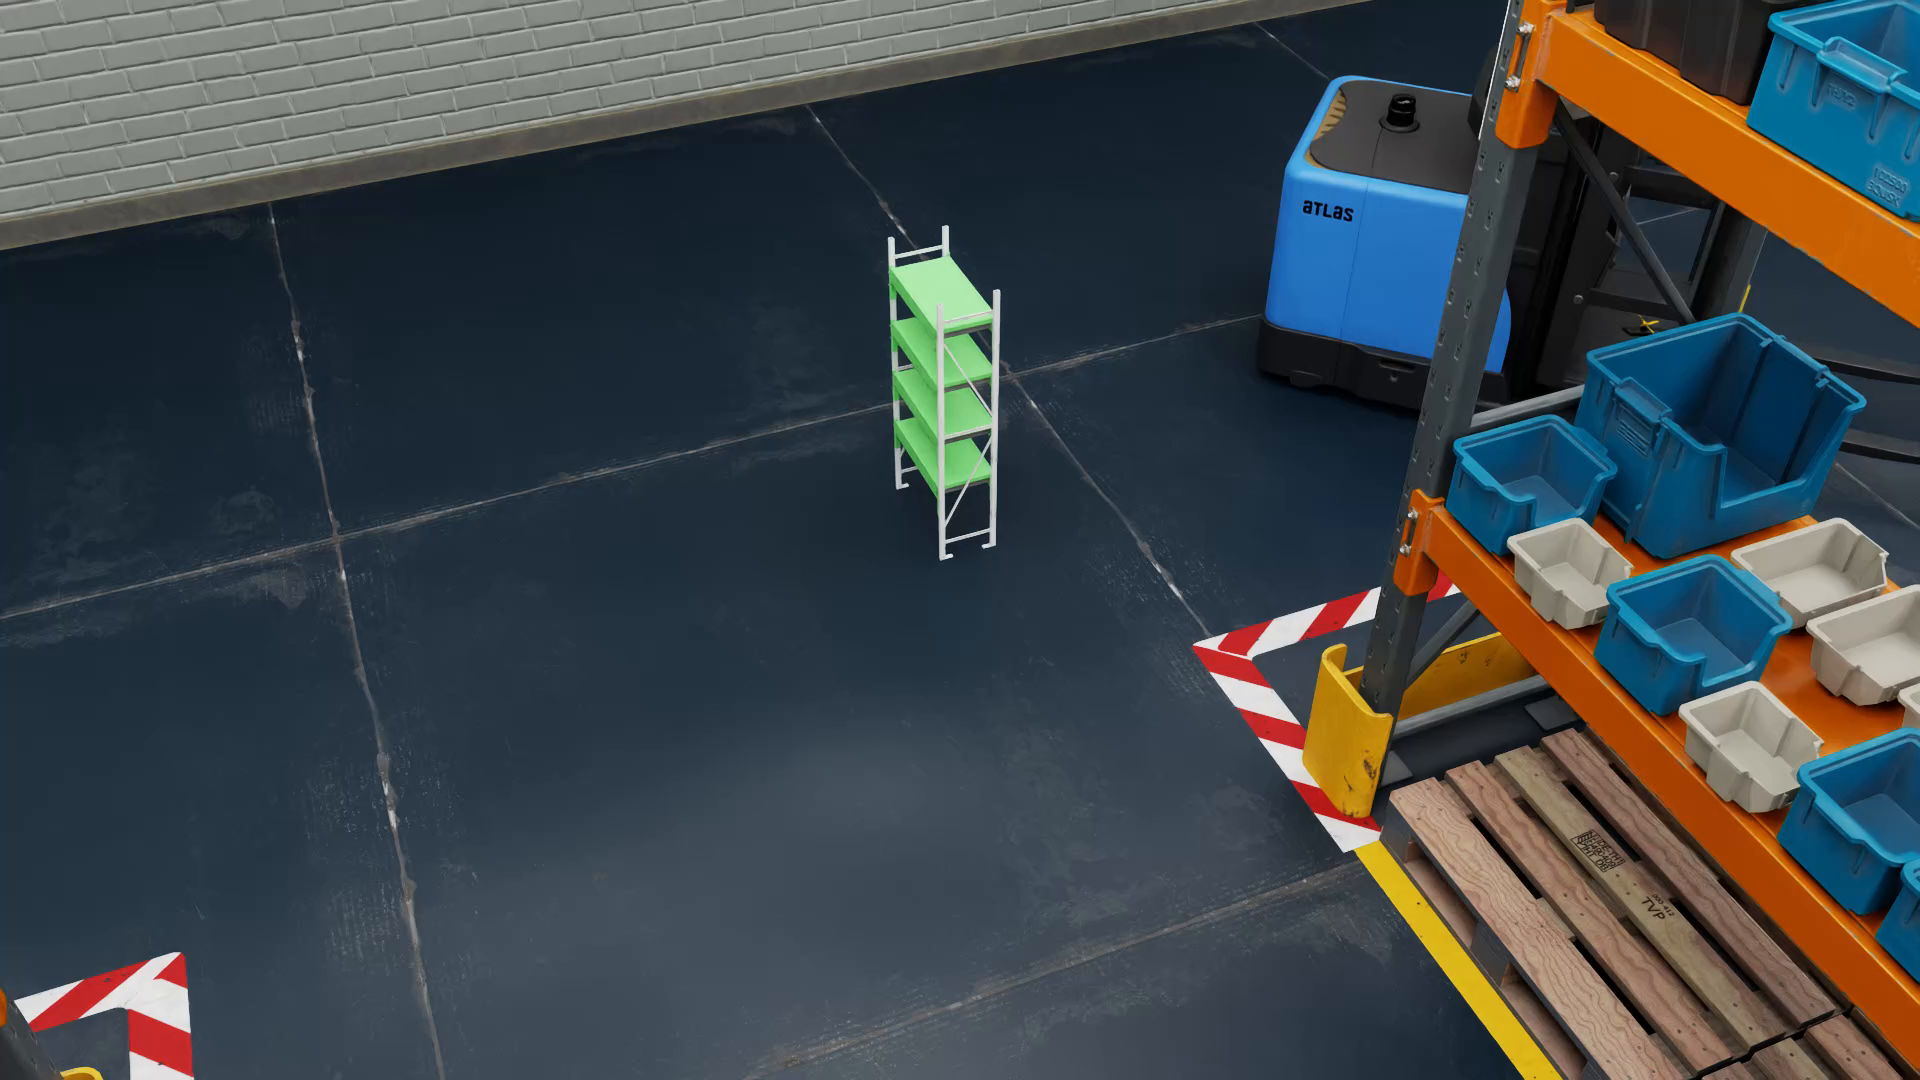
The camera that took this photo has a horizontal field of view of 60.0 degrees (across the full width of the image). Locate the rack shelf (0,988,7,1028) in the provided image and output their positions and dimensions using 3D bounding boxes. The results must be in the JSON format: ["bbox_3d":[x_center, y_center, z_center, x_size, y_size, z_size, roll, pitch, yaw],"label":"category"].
[{"bbox_3d":[-2.003,2.295,2.332,1.077,0.370,4.000,-15,43,-17],"label":"rack shelf"}]

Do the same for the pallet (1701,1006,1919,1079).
[{"bbox_3d":[2.552,1.882,4.400,1.003,0.211,1.213,-15,43,-17],"label":"pallet"}]

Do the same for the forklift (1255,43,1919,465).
[{"bbox_3d":[2.919,-1.785,6.578,3.031,2.935,1.130,15,43,16],"label":"forklift"}]

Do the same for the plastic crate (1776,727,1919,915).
[{"bbox_3d":[2.104,0.649,3.777,0.416,0.233,0.300,-15,43,-17],"label":"plastic crate"}]

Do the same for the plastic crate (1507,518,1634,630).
[{"bbox_3d":[1.646,0.106,4.482,0.250,0.136,0.298,-15,43,-17],"label":"plastic crate"}]

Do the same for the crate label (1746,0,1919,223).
[{"bbox_3d":[1.864,-0.860,3.263,0.408,0.251,0.502,-15,43,-17],"label":"crate label"}]

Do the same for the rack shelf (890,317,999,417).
[{"bbox_3d":[-0.063,-0.688,6.360,0.258,0.148,0.480,-15,43,-17],"label":"rack shelf"}]

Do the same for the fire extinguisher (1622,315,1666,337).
[{"bbox_3d":[2.172,-0.449,5.317,0.296,0.674,0.183,-15,43,-17],"label":"fire extinguisher"}]

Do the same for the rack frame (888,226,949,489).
[{"bbox_3d":[-0.157,-0.702,6.646,0.240,1.200,0.015,-15,43,-17],"label":"rack frame"}]

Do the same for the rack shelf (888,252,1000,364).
[{"bbox_3d":[-0.063,-0.870,6.203,0.258,0.148,0.480,-15,43,-17],"label":"rack shelf"}]

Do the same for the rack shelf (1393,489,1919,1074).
[{"bbox_3d":[2.575,1.062,3.766,1.077,0.370,4.000,-15,43,-17],"label":"rack shelf"}]

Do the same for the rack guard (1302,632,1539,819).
[{"bbox_3d":[1.788,0.521,5.761,1.175,0.500,0.348,-15,43,-17],"label":"rack guard"}]

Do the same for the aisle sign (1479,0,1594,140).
[{"bbox_3d":[1.508,-1.371,4.049,0.394,0.787,0.004,-15,43,-17],"label":"aisle sign"}]

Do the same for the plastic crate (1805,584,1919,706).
[{"bbox_3d":[2.386,0.286,4.273,0.396,0.136,0.243,-15,43,-17],"label":"plastic crate"}]

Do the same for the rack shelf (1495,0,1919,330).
[{"bbox_3d":[2.575,-0.075,2.788,1.077,0.370,4.000,-15,43,-17],"label":"rack shelf"}]

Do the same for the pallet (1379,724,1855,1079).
[{"bbox_3d":[2.089,1.148,5.253,1.003,0.211,1.213,-15,43,-17],"label":"pallet"}]

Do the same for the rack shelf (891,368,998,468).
[{"bbox_3d":[-0.063,-0.506,6.516,0.258,0.148,0.480,-15,43,-17],"label":"rack shelf"}]

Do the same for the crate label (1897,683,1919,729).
[{"bbox_3d":[2.516,0.447,4.085,0.396,0.136,0.243,-15,43,-17],"label":"crate label"}]

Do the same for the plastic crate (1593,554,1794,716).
[{"bbox_3d":[1.852,0.252,4.238,0.416,0.233,0.300,-15,43,-17],"label":"plastic crate"}]

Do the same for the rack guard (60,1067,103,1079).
[{"bbox_3d":[-2.739,1.811,4.260,1.175,0.500,0.348,-15,43,-17],"label":"rack guard"}]

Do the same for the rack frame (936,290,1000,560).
[{"bbox_3d":[0.030,-0.408,6.304,0.240,1.200,0.015,-15,43,-17],"label":"rack frame"}]

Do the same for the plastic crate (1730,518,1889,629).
[{"bbox_3d":[2.289,0.108,4.480,0.396,0.136,0.243,-15,43,-17],"label":"plastic crate"}]

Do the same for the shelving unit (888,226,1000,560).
[{"bbox_3d":[-0.063,-0.555,6.475,0.258,1.200,0.503,-15,43,-17],"label":"shelving unit"}]

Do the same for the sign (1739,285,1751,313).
[{"bbox_3d":[2.312,-0.625,5.051,0.100,0.325,0.005,-15,43,-17],"label":"sign"}]

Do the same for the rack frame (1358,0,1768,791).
[{"bbox_3d":[1.810,-0.416,4.933,1.000,3.000,0.127,-15,43,-17],"label":"rack frame"}]

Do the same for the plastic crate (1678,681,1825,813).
[{"bbox_3d":[1.906,0.515,4.007,0.250,0.136,0.298,-15,43,-17],"label":"plastic crate"}]

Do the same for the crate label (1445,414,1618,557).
[{"bbox_3d":[1.600,-0.144,4.699,0.416,0.233,0.303,-15,43,-17],"label":"crate label"}]

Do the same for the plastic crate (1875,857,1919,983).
[{"bbox_3d":[2.218,0.830,3.567,0.416,0.233,0.300,-15,43,-17],"label":"plastic crate"}]

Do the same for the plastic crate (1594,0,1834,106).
[{"bbox_3d":[1.699,-1.202,3.647,0.497,0.269,0.590,-15,43,-17],"label":"plastic crate"}]

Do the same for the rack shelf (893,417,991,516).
[{"bbox_3d":[-0.063,-0.324,6.673,0.258,0.148,0.480,-15,43,-17],"label":"rack shelf"}]

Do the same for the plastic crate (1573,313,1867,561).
[{"bbox_3d":[2.110,-0.297,4.721,0.616,0.435,0.499,-15,43,-17],"label":"plastic crate"}]
